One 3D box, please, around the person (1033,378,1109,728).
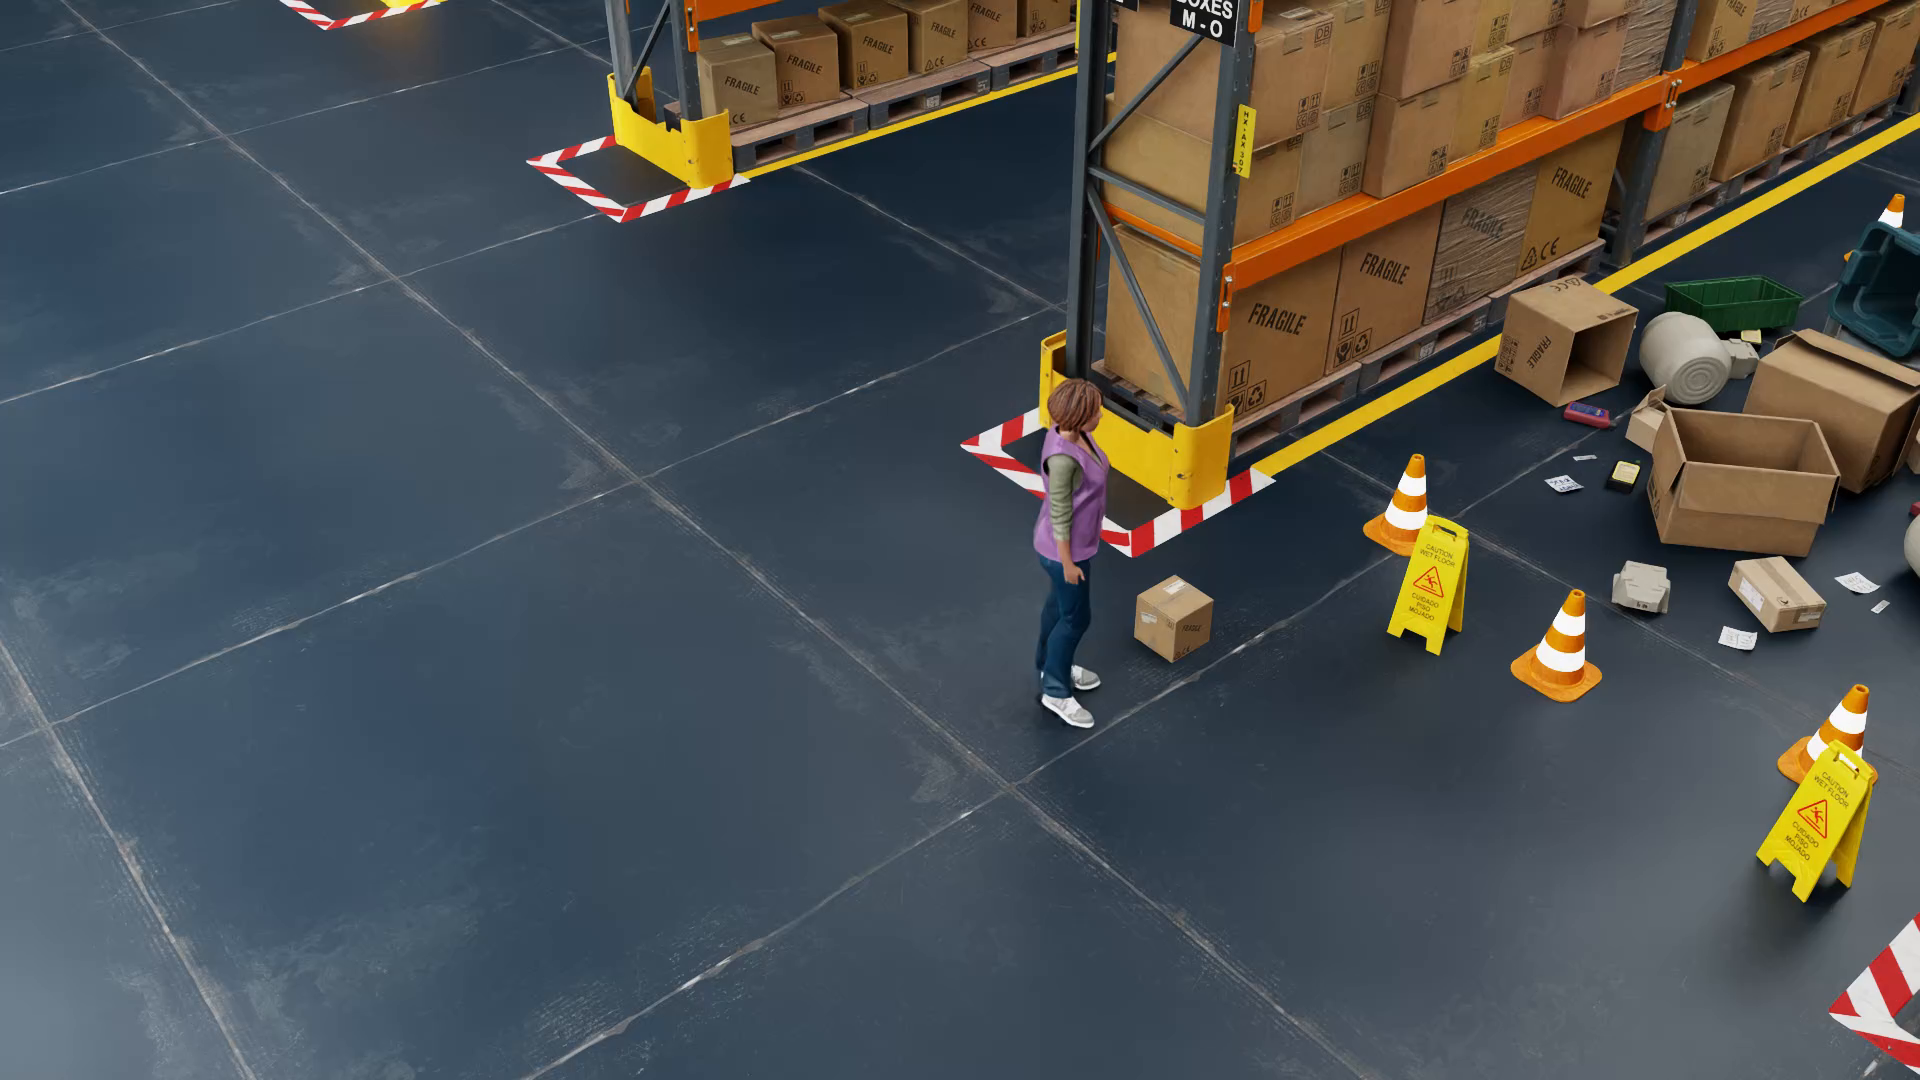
[{"bbox_3d":[0.466,0.034,7.035,0.326,1.615,0.491,6,37,8],"label":"person"}]
